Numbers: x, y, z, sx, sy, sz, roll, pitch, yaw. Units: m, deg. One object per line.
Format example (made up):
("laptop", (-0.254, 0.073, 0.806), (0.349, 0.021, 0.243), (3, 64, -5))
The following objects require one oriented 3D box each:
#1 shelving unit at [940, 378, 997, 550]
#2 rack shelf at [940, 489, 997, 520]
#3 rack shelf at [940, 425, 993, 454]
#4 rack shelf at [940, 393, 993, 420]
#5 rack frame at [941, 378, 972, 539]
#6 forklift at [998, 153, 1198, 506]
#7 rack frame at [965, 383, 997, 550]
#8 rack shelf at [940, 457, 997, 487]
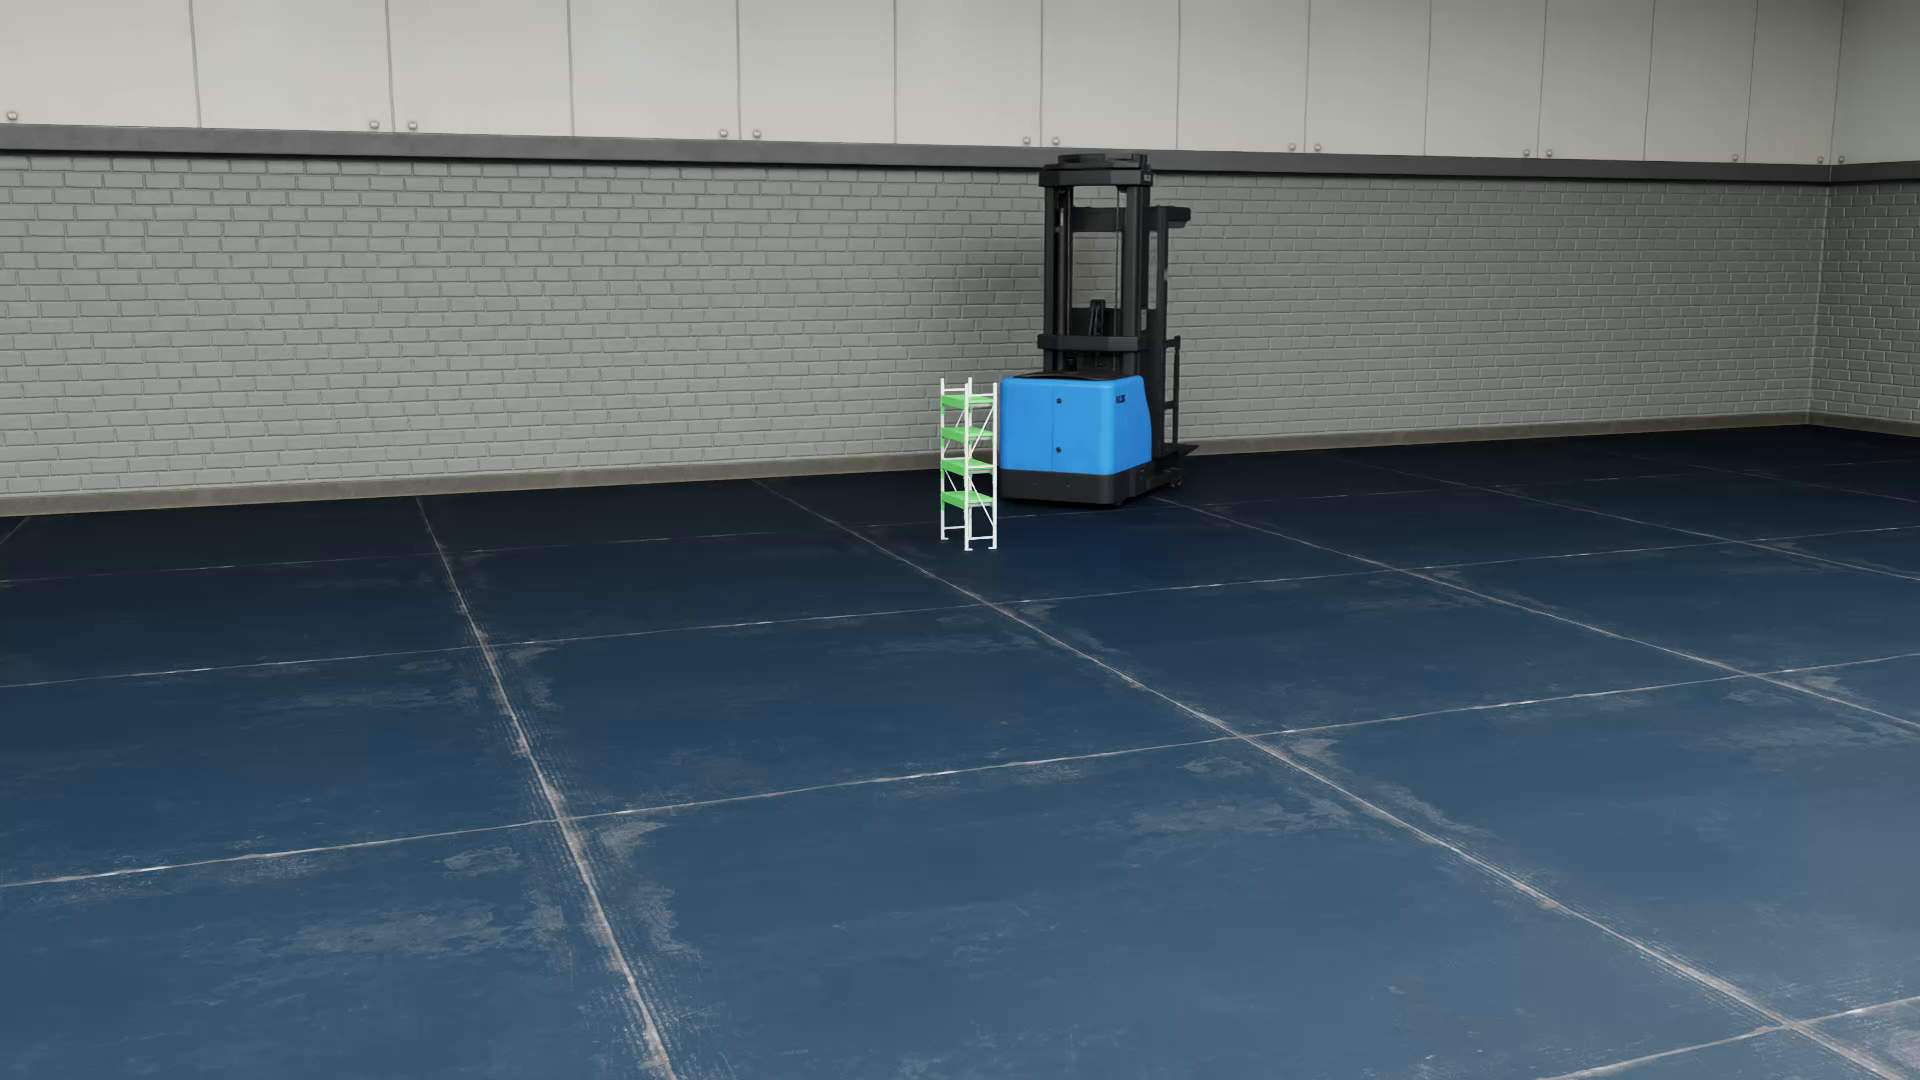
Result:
("shelving unit", (0.060, -0.564, 12.163), (0.258, 1.200, 0.503), (-4, 11, -21))
("rack shelf", (0.060, -0.265, 12.216), (0.258, 0.148, 0.480), (-4, 11, -21))
("rack shelf", (0.060, -0.737, 12.132), (0.258, 0.148, 0.480), (-4, 11, -21))
("rack shelf", (0.060, -0.973, 12.090), (0.258, 0.148, 0.480), (-4, 11, -21))
("rack frame", (-0.028, -0.604, 12.387), (0.240, 1.200, 0.015), (-4, 11, -21))
("forklift", (1.402, -1.940, 14.956), (1.130, 2.935, 3.031), (5, 11, 25))
("rack frame", (0.148, -0.524, 11.939), (0.240, 1.200, 0.015), (-4, 11, -21))
("rack shelf", (0.060, -0.501, 12.174), (0.258, 0.148, 0.480), (-4, 11, -21))
